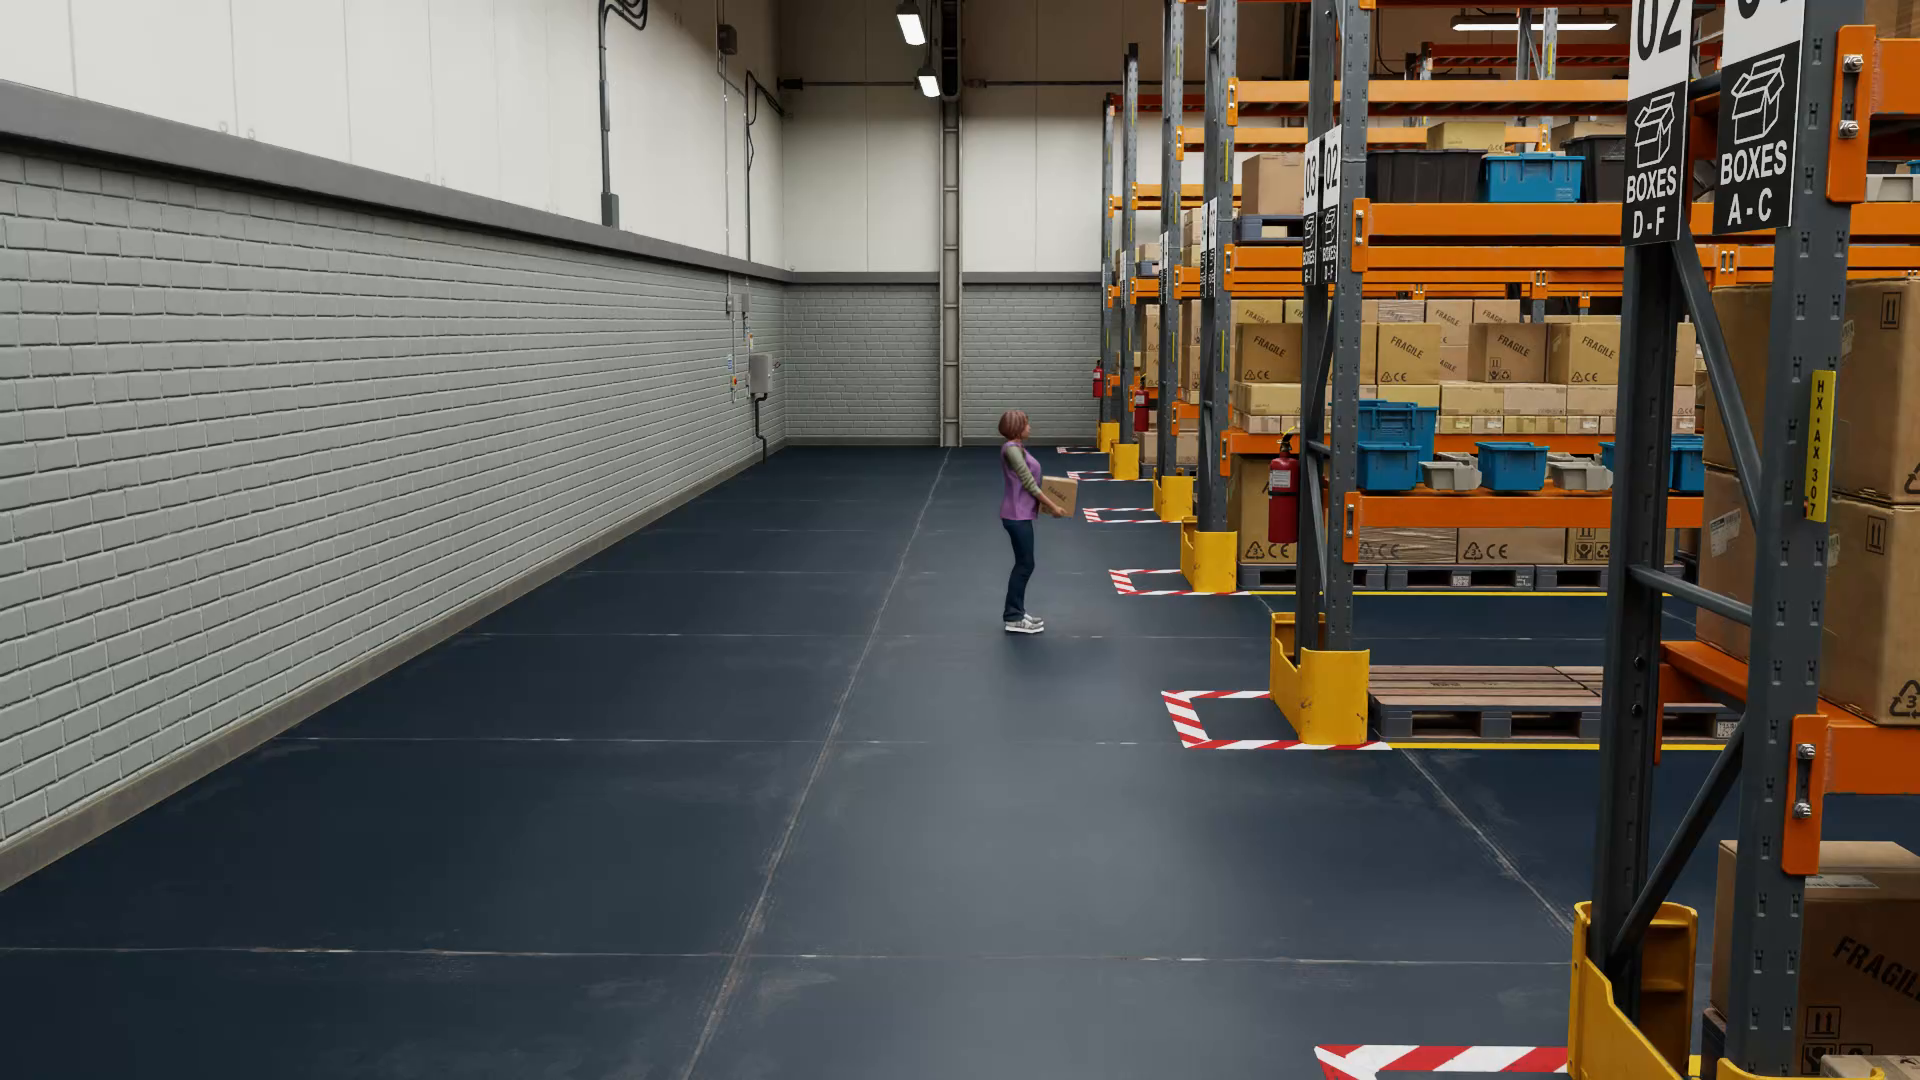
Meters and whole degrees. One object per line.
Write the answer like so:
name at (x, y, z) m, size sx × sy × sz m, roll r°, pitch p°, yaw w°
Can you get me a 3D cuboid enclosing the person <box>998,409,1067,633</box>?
person at (0.519, -0.141, 11.923) m, size 0.493 × 1.591 × 0.404 m, roll 0°, pitch 7°, yaw 3°
